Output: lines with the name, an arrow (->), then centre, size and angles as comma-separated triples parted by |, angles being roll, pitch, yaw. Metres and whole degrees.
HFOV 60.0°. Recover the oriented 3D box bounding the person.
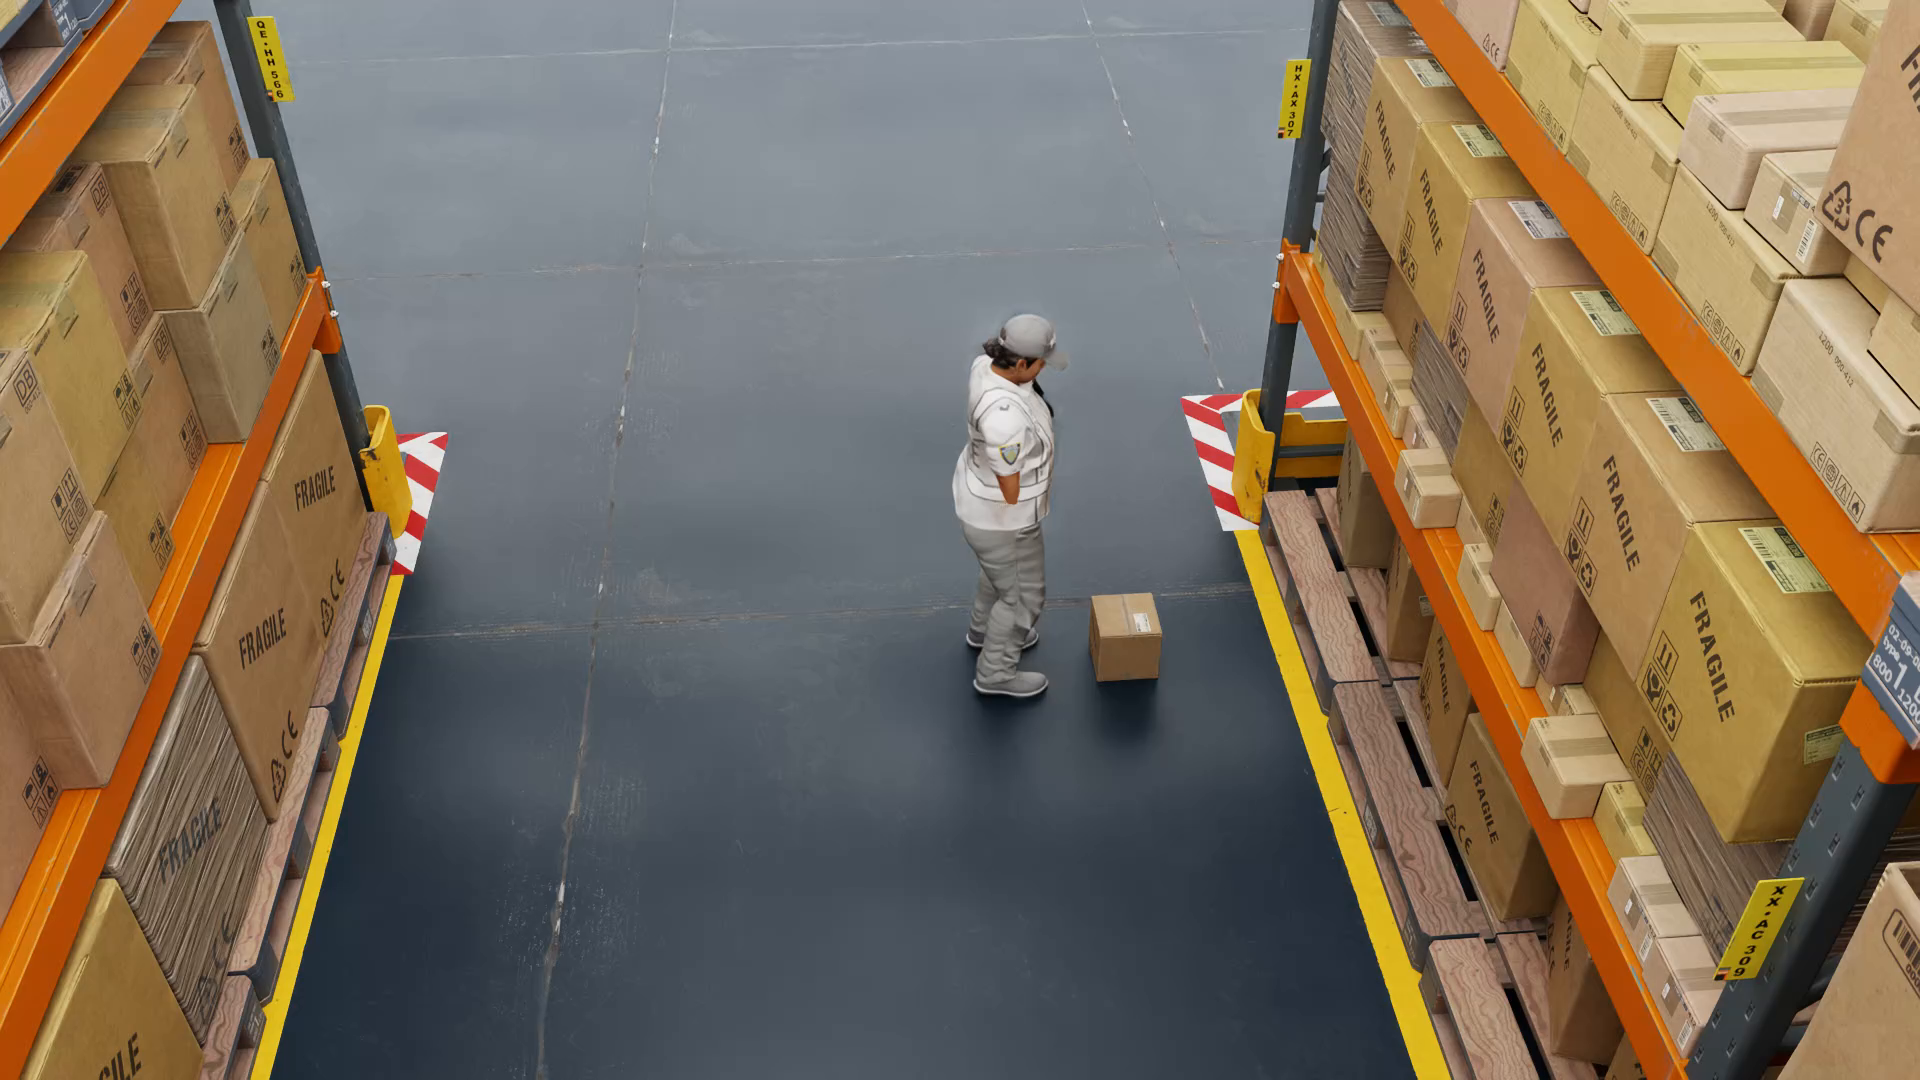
person -> 0.183, -0.138, 6.345 | 0.419, 1.646, 0.480 | -2, 39, -3
